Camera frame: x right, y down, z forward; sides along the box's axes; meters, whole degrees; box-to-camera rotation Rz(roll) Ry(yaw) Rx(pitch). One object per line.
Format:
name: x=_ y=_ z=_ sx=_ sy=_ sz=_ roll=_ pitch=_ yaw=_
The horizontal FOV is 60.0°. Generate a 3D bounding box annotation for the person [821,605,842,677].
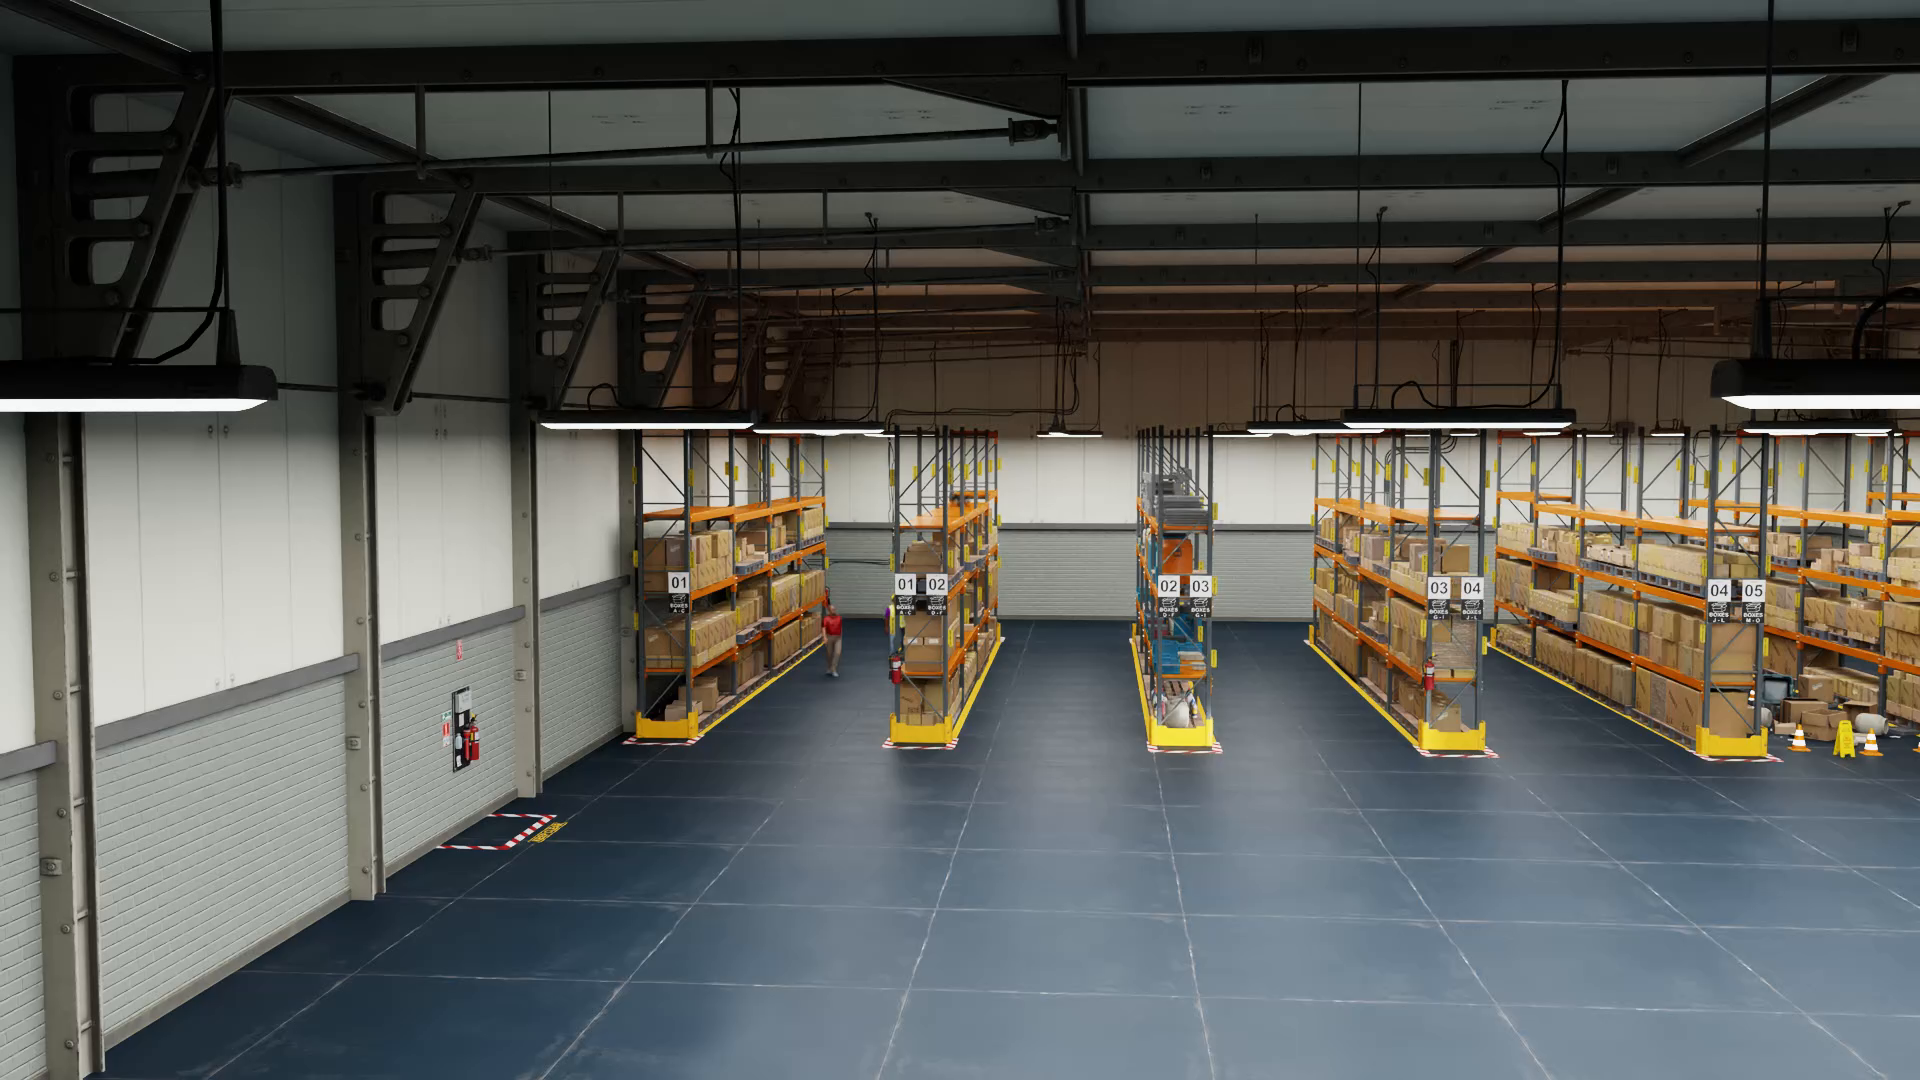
person: x=-3.103 y=2.489 z=40.476 sx=0.576 sy=1.670 sz=0.730 roll=-1 pitch=4 yaw=-18

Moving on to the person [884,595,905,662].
person: x=-1.617 y=2.274 z=43.060 sx=0.694 sy=1.706 sz=1.058 roll=0 pitch=3 yaw=2
